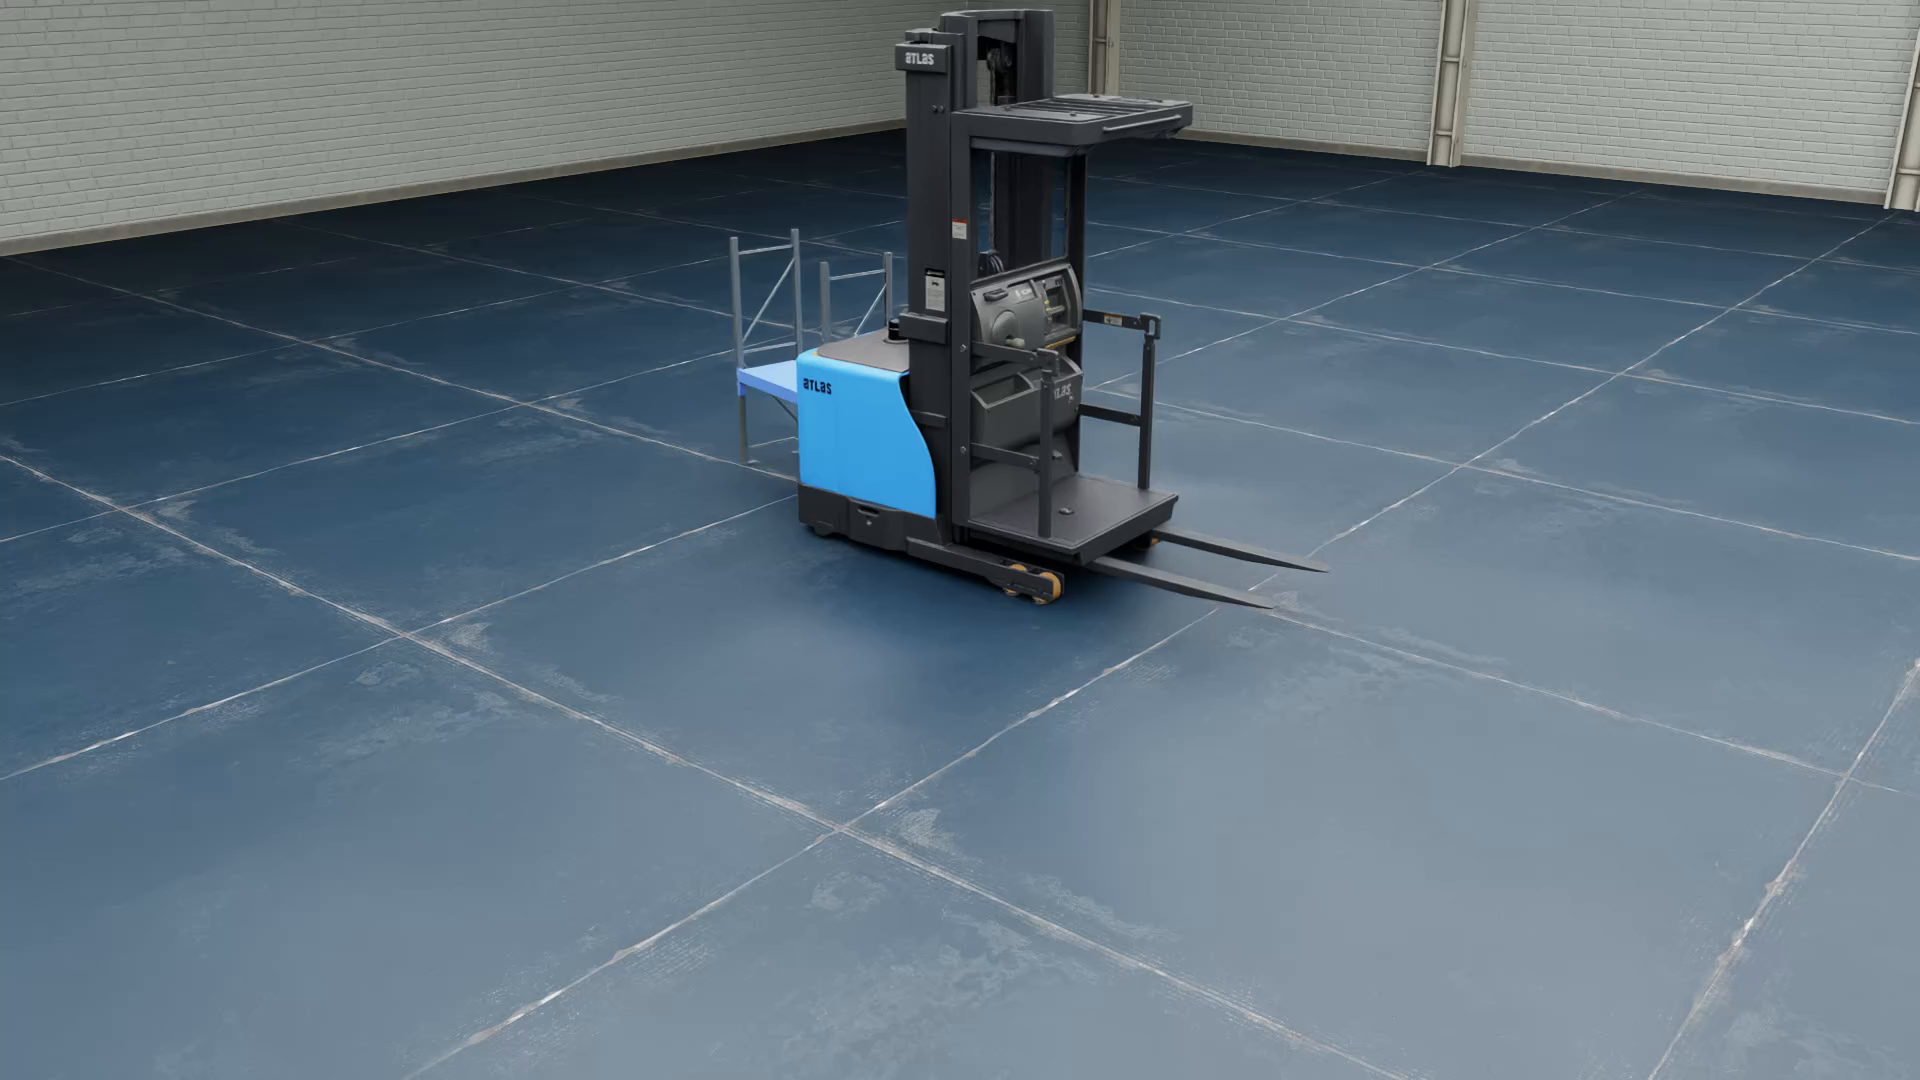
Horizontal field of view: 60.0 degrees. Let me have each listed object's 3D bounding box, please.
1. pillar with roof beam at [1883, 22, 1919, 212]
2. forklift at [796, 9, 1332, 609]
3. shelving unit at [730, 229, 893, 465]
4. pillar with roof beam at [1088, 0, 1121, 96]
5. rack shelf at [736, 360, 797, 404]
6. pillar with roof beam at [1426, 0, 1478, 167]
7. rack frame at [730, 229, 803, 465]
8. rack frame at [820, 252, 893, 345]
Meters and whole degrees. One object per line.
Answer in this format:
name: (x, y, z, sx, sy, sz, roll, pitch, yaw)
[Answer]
pillar with roof beam: (8.927, -7.126, 15.812, 0.400, 9.000, 9.100, 16, 26, 36)
forklift: (0.529, -1.245, 8.817, 3.031, 2.935, 1.130, 15, 25, 35)
shelving unit: (-0.931, -1.114, 10.496, 0.538, 1.500, 1.048, -16, 26, -36)
pillar with roof beam: (-0.370, -9.804, 22.912, 0.400, 9.000, 9.100, 16, 26, 36)
rack shelf: (-0.931, -0.946, 10.560, 0.538, 0.185, 1.000, -16, 26, -36)
pillar with roof beam: (4.278, -8.465, 19.362, 0.400, 9.000, 9.100, 16, 26, 36)
rack frame: (-1.246, -1.254, 10.869, 0.500, 1.500, 0.032, -16, 26, -36)
rack frame: (-0.615, -0.973, 10.124, 0.500, 1.500, 0.032, -16, 26, -36)
